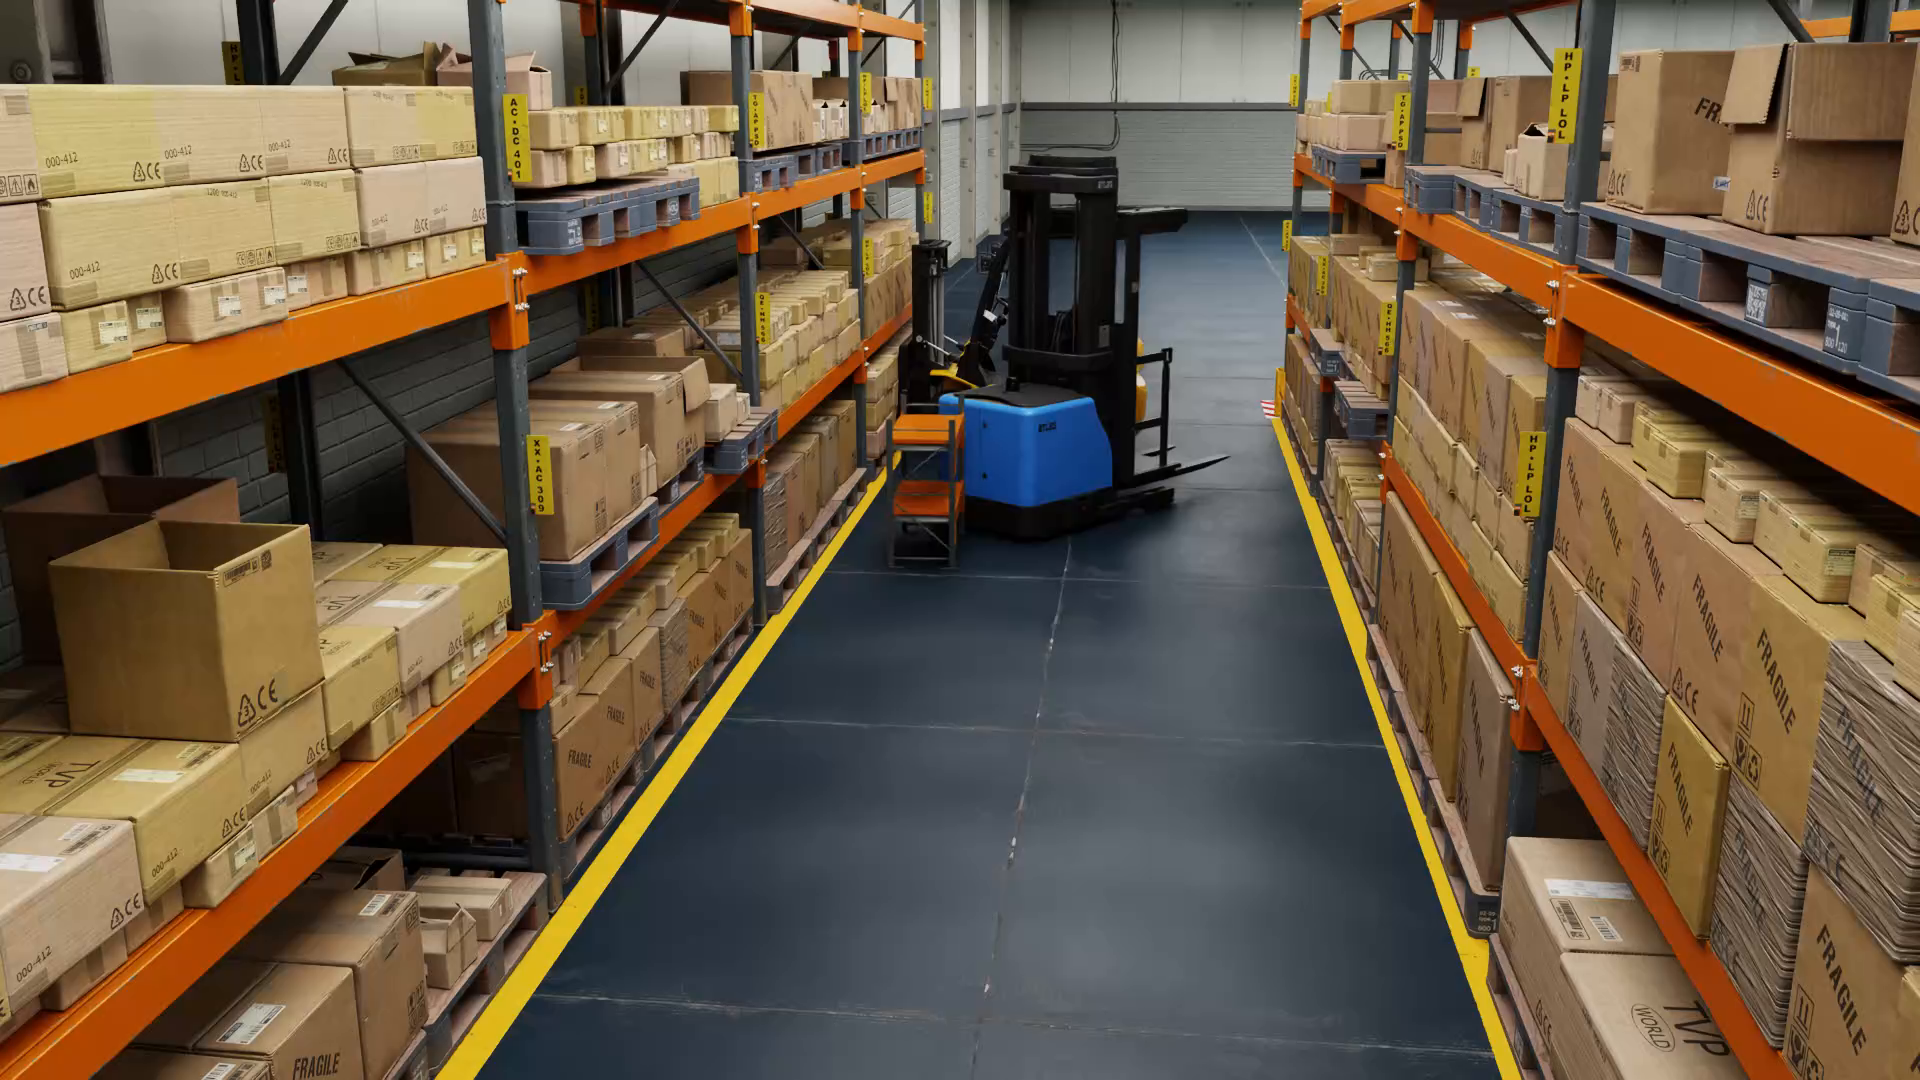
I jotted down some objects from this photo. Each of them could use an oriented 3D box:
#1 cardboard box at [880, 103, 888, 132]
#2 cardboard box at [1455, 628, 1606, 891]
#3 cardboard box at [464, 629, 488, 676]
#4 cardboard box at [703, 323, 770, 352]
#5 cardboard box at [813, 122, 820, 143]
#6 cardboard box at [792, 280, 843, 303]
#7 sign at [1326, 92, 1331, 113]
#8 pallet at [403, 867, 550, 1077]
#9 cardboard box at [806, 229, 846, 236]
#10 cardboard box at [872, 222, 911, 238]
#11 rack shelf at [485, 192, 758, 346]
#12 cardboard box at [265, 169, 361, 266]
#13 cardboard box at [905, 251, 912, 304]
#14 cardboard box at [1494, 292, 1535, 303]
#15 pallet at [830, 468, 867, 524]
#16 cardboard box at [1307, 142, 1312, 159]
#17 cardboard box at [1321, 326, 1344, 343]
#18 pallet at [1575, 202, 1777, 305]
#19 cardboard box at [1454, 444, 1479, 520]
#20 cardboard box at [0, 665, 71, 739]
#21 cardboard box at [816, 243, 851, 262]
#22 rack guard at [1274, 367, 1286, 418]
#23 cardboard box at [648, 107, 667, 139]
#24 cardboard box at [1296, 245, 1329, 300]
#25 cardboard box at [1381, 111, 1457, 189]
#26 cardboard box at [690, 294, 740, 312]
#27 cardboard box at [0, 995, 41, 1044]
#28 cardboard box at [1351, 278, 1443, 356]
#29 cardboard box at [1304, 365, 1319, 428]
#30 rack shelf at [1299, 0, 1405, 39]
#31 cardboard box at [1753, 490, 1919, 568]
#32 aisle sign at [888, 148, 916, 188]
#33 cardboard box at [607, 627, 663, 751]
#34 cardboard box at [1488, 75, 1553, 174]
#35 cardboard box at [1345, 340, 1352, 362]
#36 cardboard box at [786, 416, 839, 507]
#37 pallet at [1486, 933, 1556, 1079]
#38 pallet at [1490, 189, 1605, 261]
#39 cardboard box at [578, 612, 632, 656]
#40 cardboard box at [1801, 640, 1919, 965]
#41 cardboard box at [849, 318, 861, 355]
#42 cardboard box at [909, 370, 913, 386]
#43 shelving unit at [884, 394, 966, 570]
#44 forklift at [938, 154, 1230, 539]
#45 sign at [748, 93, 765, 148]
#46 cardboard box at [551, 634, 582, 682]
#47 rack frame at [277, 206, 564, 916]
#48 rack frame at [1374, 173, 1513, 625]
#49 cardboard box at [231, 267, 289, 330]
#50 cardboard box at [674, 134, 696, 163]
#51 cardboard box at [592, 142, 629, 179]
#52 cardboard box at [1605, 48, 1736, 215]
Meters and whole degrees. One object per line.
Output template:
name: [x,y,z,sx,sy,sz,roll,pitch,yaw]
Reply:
cardboard box: [-0.870,-3.943,15.514,0.396,0.266,0.258,1,15,5]
cardboard box: [2.681,0.947,7.181,0.875,0.875,0.875,2,15,8]
cardboard box: [-2.035,0.421,6.339,0.380,0.149,0.250,2,15,8]
cardboard box: [-1.462,-1.331,10.904,0.380,0.149,0.250,2,15,8]
cardboard box: [-1.249,-3.017,12.311,0.380,0.149,0.250,2,15,6]
cardboard box: [-1.146,-1.998,13.370,0.380,0.149,0.250,1,15,5]
sign: [3.053,-3.500,13.621,0.100,0.325,0.005,2,15,6]
pallet: [-2.320,1.666,6.597,1.003,0.211,1.213,2,15,6]
cardboard box: [-1.341,-2.995,16.486,0.380,0.149,0.250,2,15,7]
cardboard box: [-0.718,-3.243,17.405,0.380,0.149,0.250,2,15,8]
rack shelf: [-2.016,-1.478,8.513,1.077,0.370,4.000,2,15,6]
cardboard box: [-2.165,-0.977,5.001,0.500,0.250,0.500,2,15,7]
cardboard box: [-0.750,-2.749,17.392,0.500,0.500,0.500,2,15,8]
cardboard box: [3.343,-1.140,9.523,0.500,0.500,0.500,1,15,5]
pallet: [-1.384,-0.395,14.218,1.003,0.211,1.213,2,15,6]
cardboard box: [3.543,-3.741,15.983,0.380,0.149,0.250,2,15,7]
cardboard box: [3.327,-1.759,14.402,0.380,0.149,0.250,2,15,6]
pallet: [2.588,-0.906,5.191,1.003,0.211,1.213,2,15,6]
cardboard box: [2.600,-0.268,7.736,0.500,0.250,0.500,2,15,8]
cardboard box: [-2.726,0.583,4.976,0.500,0.250,0.500,2,15,6]
cardboard box: [-1.086,-2.583,14.965,0.380,0.149,0.250,2,15,7]
rack guard: [4.036,-1.599,18.118,1.175,0.500,0.348,2,15,6]
cardboard box: [-1.657,-2.045,8.149,0.380,0.149,0.250,2,15,7]
cardboard box: [3.604,-2.636,16.403,0.500,0.500,0.500,1,15,5]
cardboard box: [3.286,-2.645,11.253,0.797,0.503,0.637,2,15,6]
cardboard box: [-1.801,-1.746,12.440,0.380,0.149,0.250,2,15,8]
cardboard box: [-2.406,1.087,3.878,0.380,0.149,0.250,1,15,6]
cardboard box: [3.020,-1.537,11.532,0.500,0.500,0.500,1,15,2]
cardboard box: [3.449,-1.319,15.319,0.500,0.500,0.500,2,15,7]
rack shelf: [3.819,-4.854,15.258,1.077,0.370,4.000,2,15,6]
cardboard box: [2.218,-0.019,4.135,0.380,0.149,0.250,2,15,8]
aisle sign: [-0.589,-4.234,18.094,0.394,0.787,0.004,2,15,6]
cardboard box: [-1.853,0.759,8.593,0.500,0.500,0.500,1,15,5]
cardboard box: [3.219,-2.187,8.762,0.700,0.500,0.500,1,15,3]
cardboard box: [3.042,-1.398,12.263,0.380,0.149,0.250,2,15,8]
cardboard box: [-1.482,-0.653,13.575,0.875,0.625,0.625,2,15,6]
pallet: [2.527,1.828,5.998,1.003,0.211,1.213,2,15,6]
pallet: [2.745,-1.308,6.873,0.805,0.209,1.217,1,15,4]
cardboard box: [-1.882,0.471,8.415,0.380,0.149,0.250,2,15,6]
cardboard box: [2.087,0.525,3.367,0.500,0.500,0.500,2,15,6]
cardboard box: [-1.136,-1.722,14.073,0.500,0.250,0.500,2,15,8]
cardboard box: [-0.737,-1.688,17.162,0.500,0.250,0.500,1,15,5]
shelving unit: [-0.251,-0.462,12.717,0.538,1.125,1.048,1,15,4]
forklift: [1.184,-1.739,13.977,1.130,2.935,3.031,14,20,41]
sign: [-1.252,-2.577,10.208,0.100,0.325,0.005,2,15,6]
cardboard box: [-1.955,0.535,7.609,0.380,0.149,0.250,1,15,4]
rack frame: [-2.242,0.142,6.892,1.000,3.000,0.127,2,15,6]
rack frame: [3.142,-0.751,10.191,1.000,3.000,0.127,2,15,6]
cardboard box: [-2.133,-0.683,4.676,0.380,0.149,0.250,2,15,7]
cardboard box: [-1.680,-2.165,9.199,0.380,0.149,0.250,2,15,6]
cardboard box: [-1.705,-1.700,7.440,0.380,0.149,0.250,2,15,7]
cardboard box: [2.415,-1.314,5.341,0.500,0.500,0.500,2,15,7]
